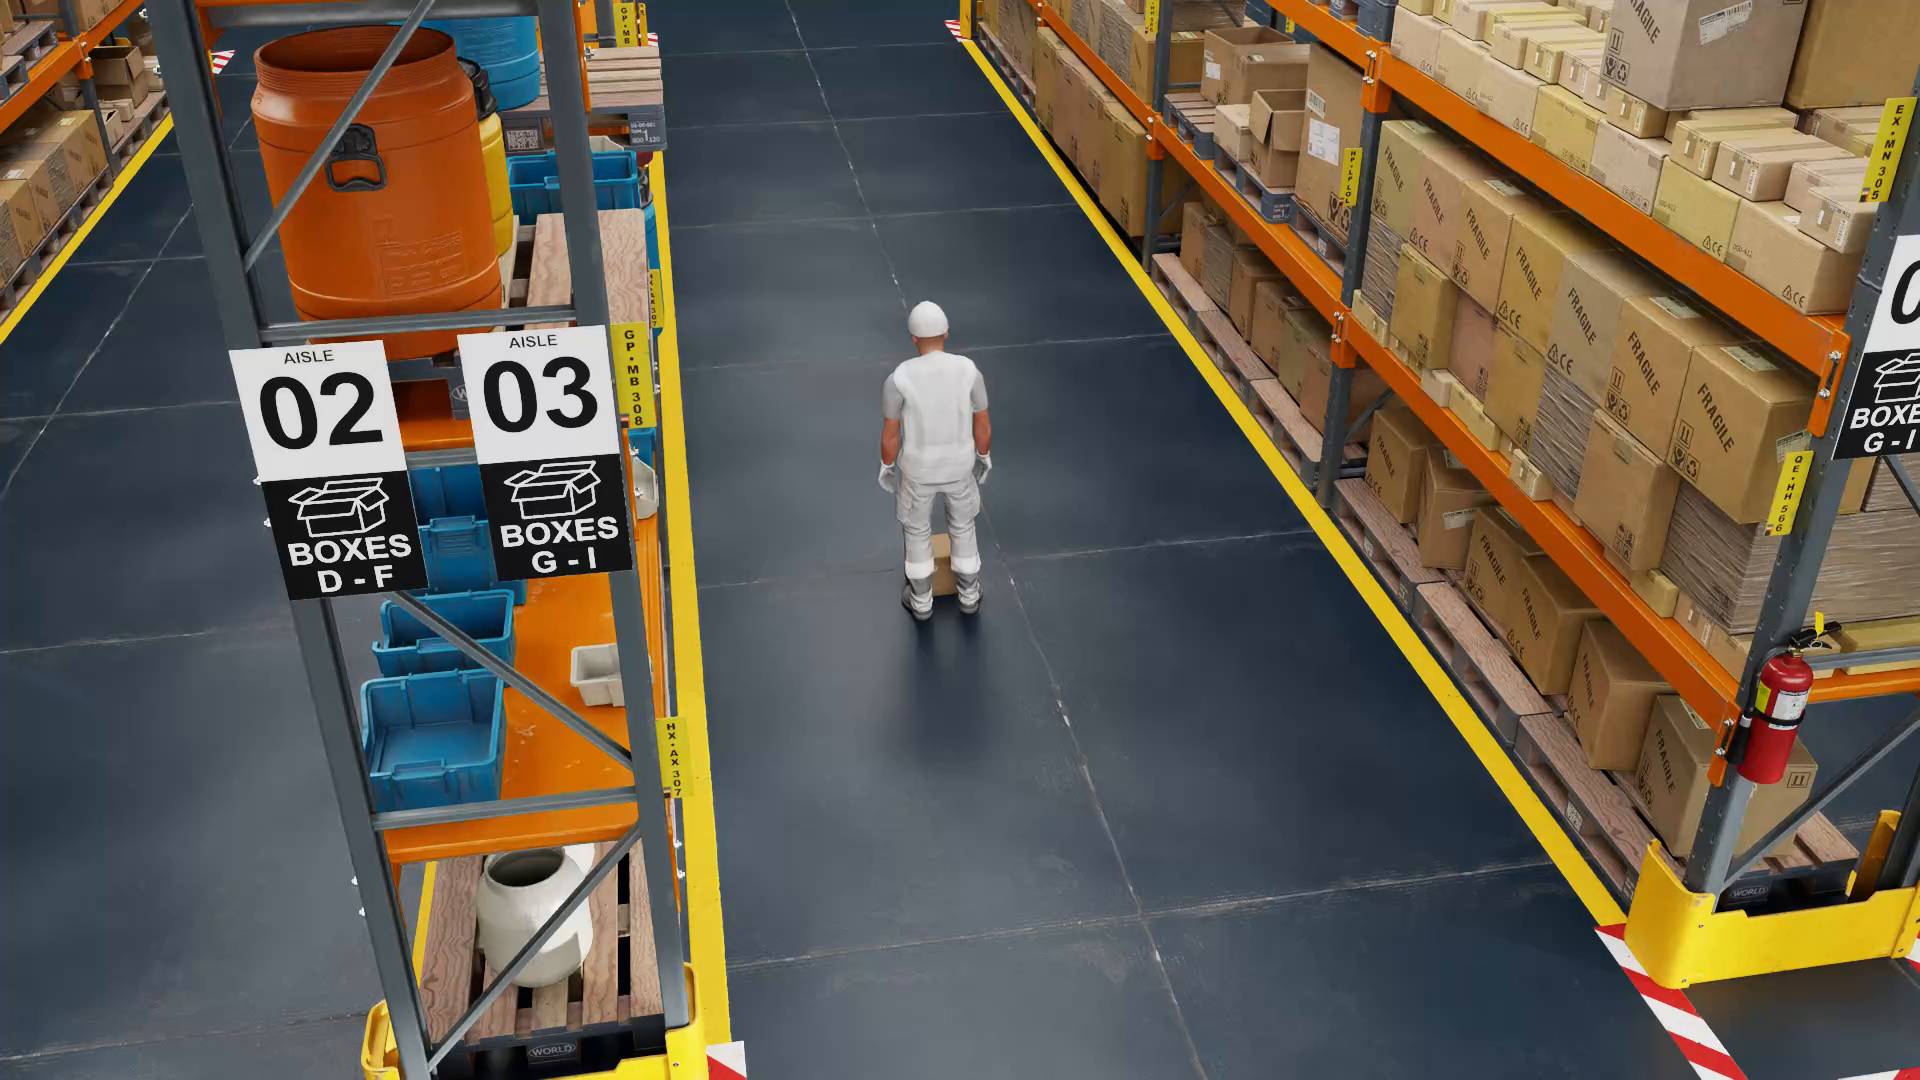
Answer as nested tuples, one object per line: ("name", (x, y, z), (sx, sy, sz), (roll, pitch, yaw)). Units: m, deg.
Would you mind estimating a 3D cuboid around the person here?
("person", (-0.128, -0.401, 8.807), (0.612, 1.779, 0.455), (-6, 31, -9))
